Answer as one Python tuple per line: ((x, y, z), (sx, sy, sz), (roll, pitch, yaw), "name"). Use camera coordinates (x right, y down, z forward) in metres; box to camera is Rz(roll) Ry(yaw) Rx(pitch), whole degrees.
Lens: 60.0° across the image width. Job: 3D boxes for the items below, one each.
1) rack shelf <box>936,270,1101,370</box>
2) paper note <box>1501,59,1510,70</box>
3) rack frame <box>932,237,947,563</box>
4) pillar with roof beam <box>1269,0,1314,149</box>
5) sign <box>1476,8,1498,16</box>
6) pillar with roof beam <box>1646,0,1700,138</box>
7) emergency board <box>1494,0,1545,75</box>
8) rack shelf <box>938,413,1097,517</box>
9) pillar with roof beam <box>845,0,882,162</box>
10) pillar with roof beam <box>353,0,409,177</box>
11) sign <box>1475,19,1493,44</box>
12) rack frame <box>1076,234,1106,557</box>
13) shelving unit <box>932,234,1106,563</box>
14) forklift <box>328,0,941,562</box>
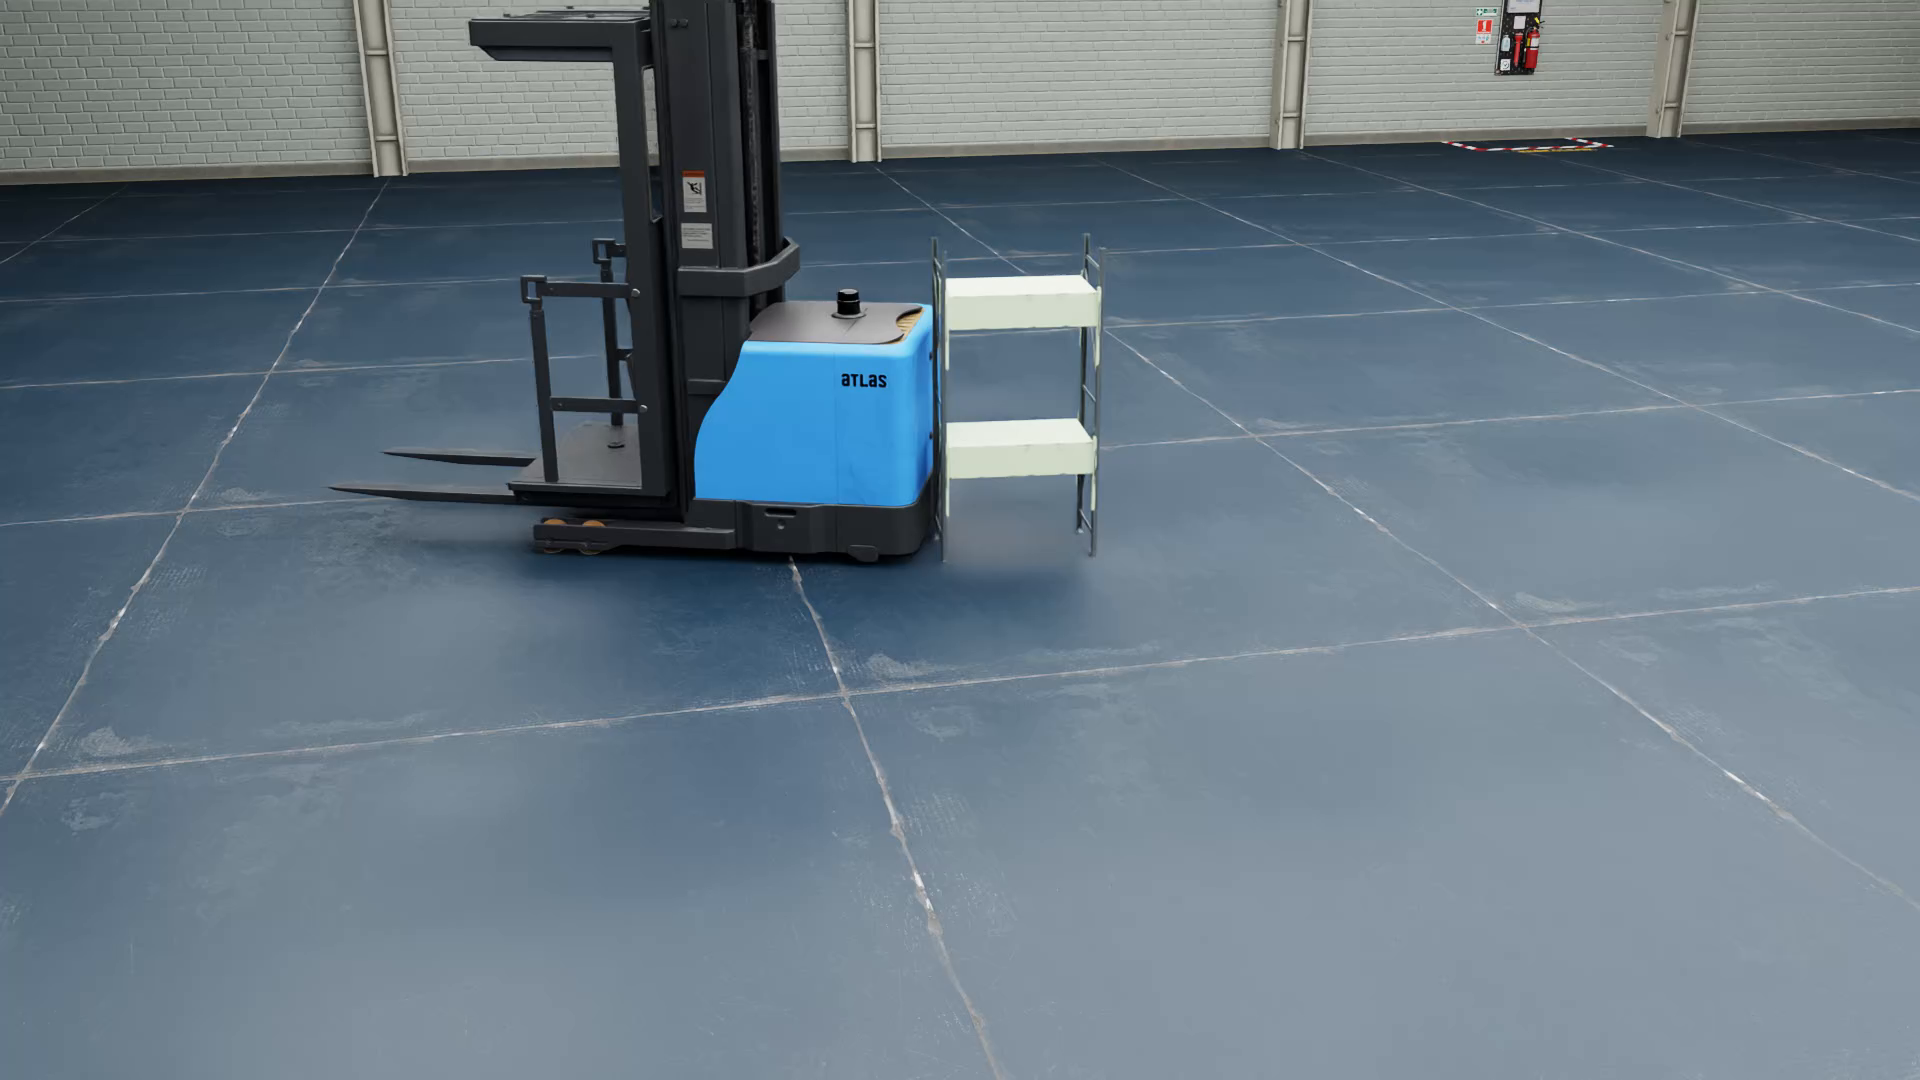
((0.265, -1.043, 7.847), (0.720, 0.370, 0.431), (-3, 20, -7), "rack shelf")
((7.815, -6.808, 23.818), (0.142, 0.148, 0.016), (-5, 21, -12), "paper note")
((-0.098, -0.661, 7.937), (0.023, 1.500, 0.400), (-3, 20, -7), "rack frame")
((5.568, -8.296, 17.879), (0.400, 9.000, 9.100), (-5, 21, -12), "pillar with roof beam")
((7.448, -7.466, 23.512), (0.331, 0.109, 0.001), (-5, 21, -12), "sign")
((11.407, -8.771, 19.175), (0.400, 9.000, 9.100), (-5, 21, -12), "pillar with roof beam")
((8.003, -7.212, 23.642), (0.643, 1.169, 0.194), (-5, 21, -12), "emergency board")
((0.265, -0.370, 8.093), (0.720, 0.370, 0.431), (-3, 20, -7), "rack shelf")
((-0.271, -7.821, 16.583), (0.400, 9.000, 9.100), (-5, 21, -12), "pillar with roof beam")
((-6.110, -7.346, 15.286), (0.400, 9.000, 9.100), (-5, 21, -12), "pillar with roof beam")
((7.441, -7.220, 23.611), (0.234, 0.329, 0.001), (-5, 21, -12), "sign")
((0.628, -0.692, 8.024), (0.023, 1.500, 0.400), (-3, 20, -7), "rack frame")
((0.265, -0.676, 7.981), (0.755, 1.500, 0.431), (-3, 20, -7), "shelving unit")
((-1.647, -1.478, 8.089), (3.031, 2.935, 1.130), (3, 20, 7), "forklift")
